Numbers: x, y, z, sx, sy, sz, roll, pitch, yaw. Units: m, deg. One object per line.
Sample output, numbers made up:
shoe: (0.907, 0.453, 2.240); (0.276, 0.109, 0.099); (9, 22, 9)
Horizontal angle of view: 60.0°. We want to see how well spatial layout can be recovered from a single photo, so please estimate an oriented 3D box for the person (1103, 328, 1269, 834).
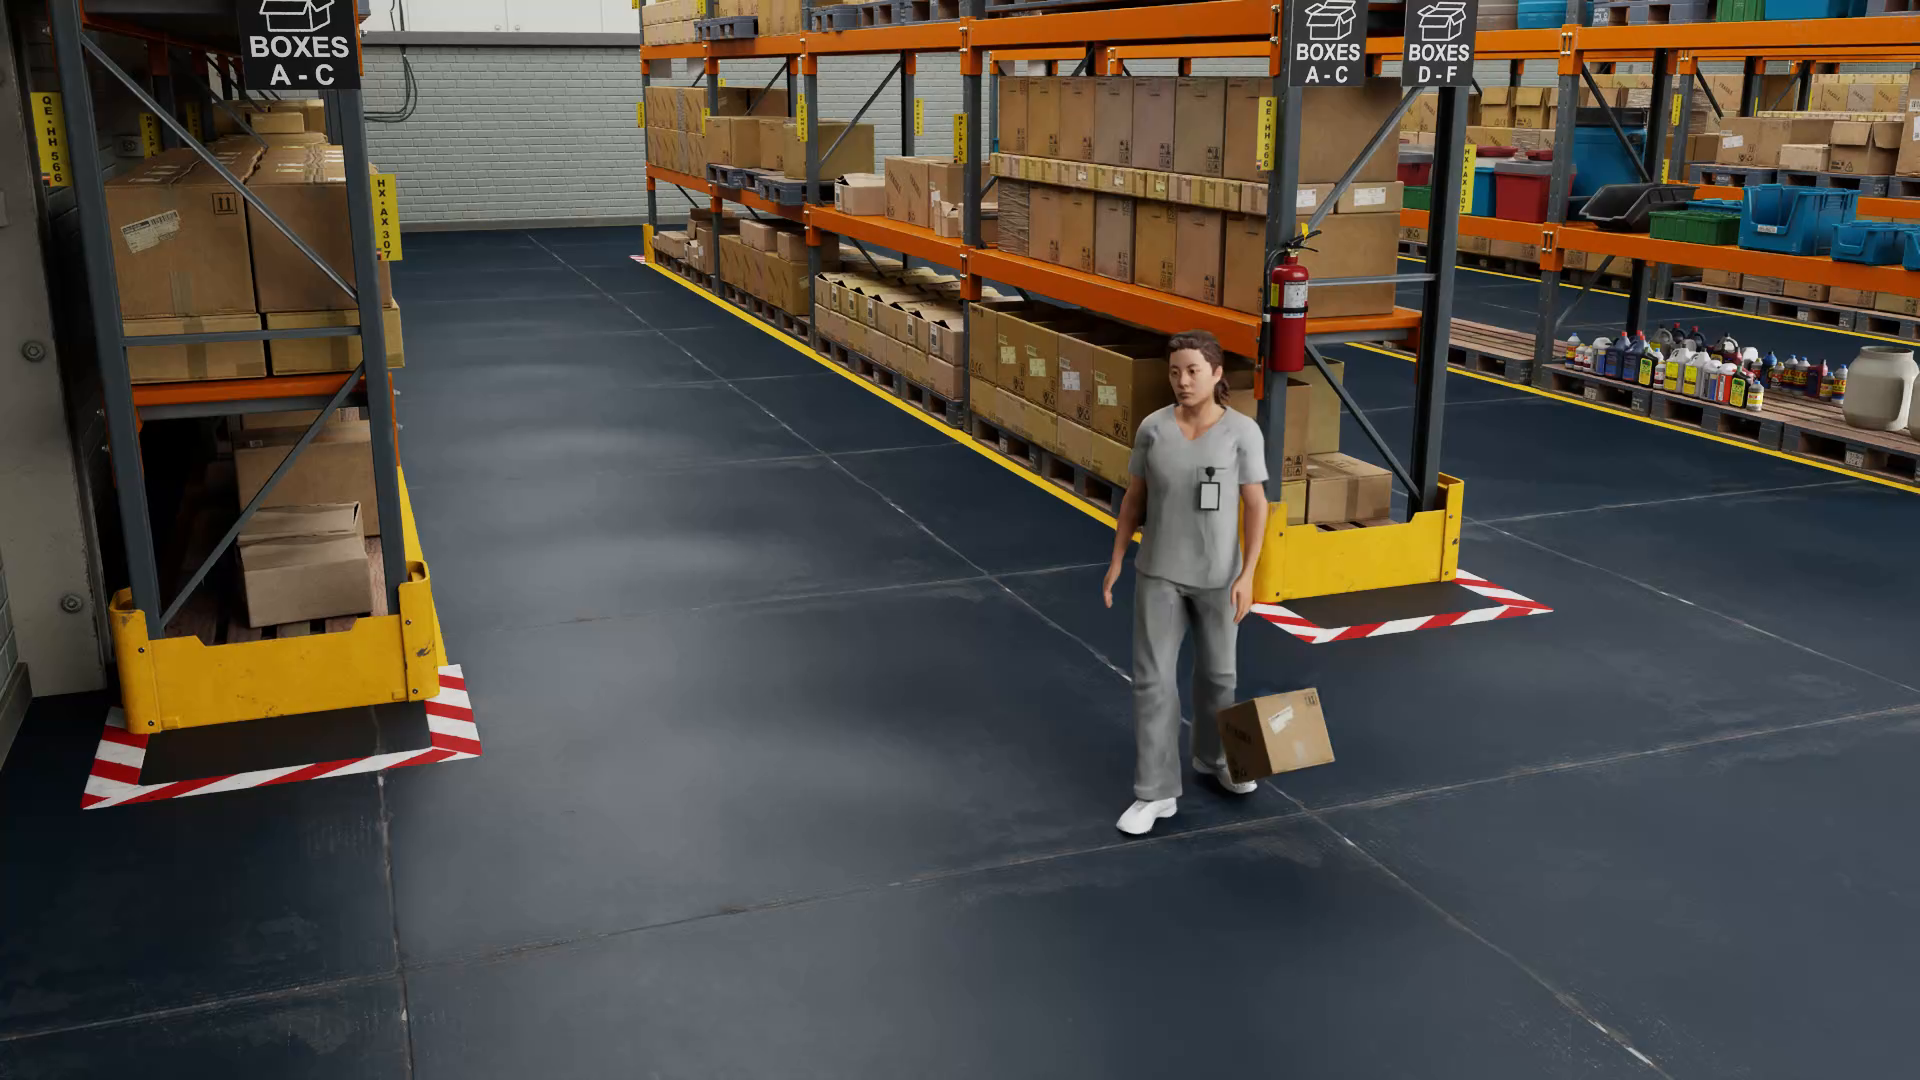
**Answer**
person: (0.754, 0.122, 5.604); (0.541, 1.666, 0.643); (4, 16, 15)
